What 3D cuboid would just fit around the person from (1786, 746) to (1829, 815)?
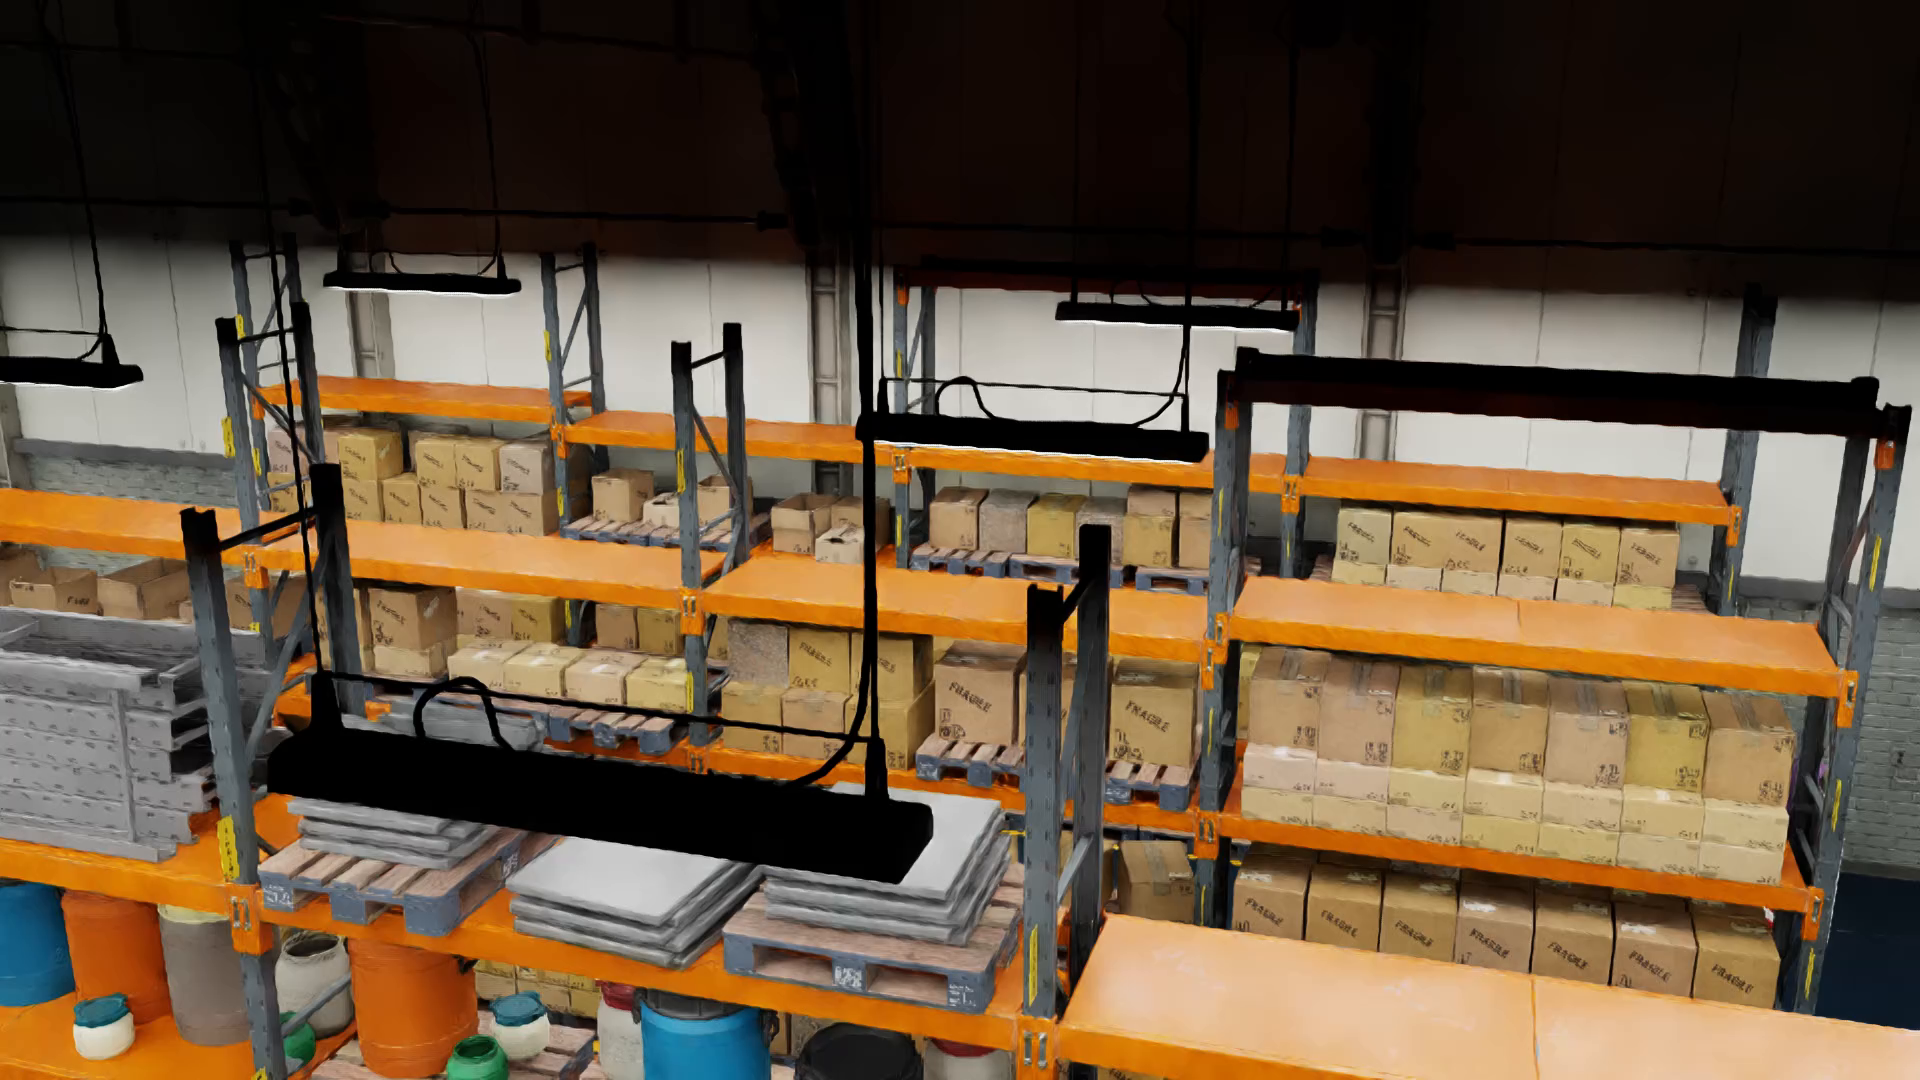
[{"bbox_3d":[8.354,2.709,16.469,0.432,1.598,0.538,-12,20,-35],"label":"person"}]
